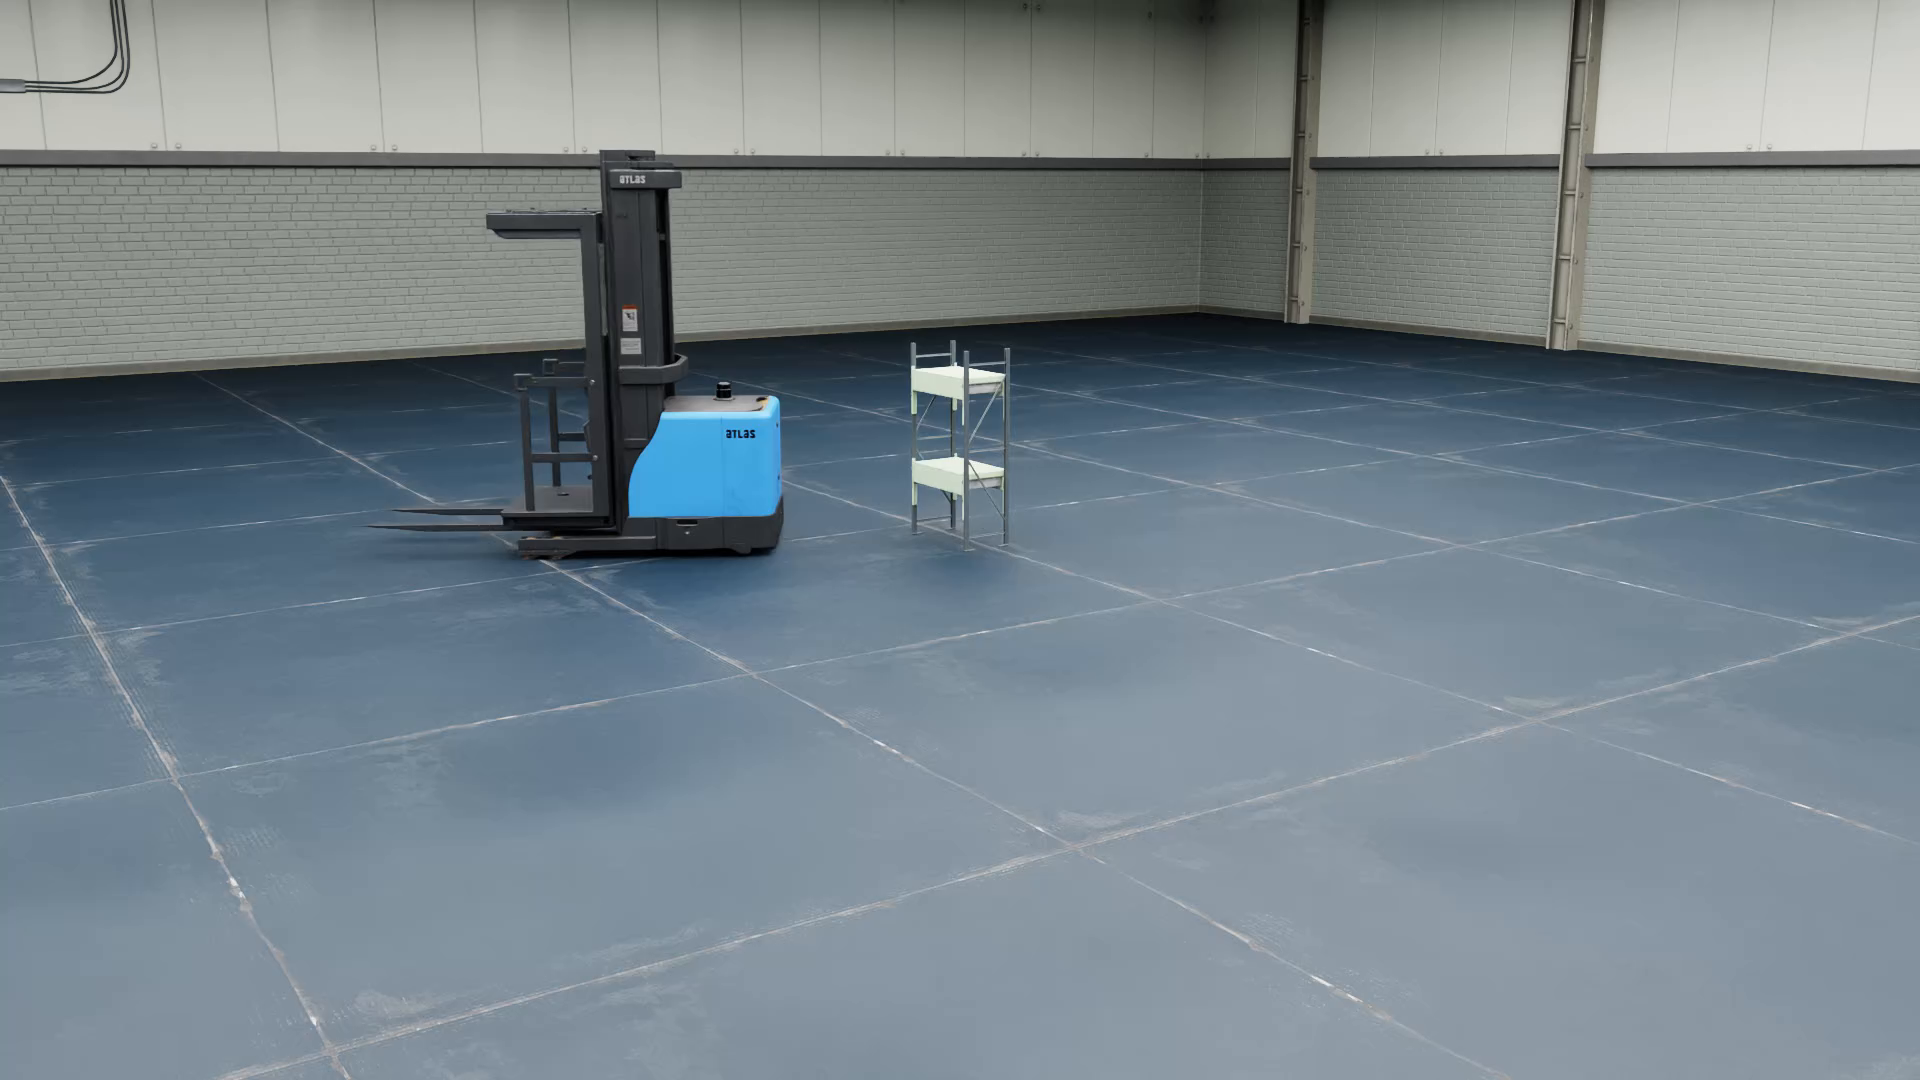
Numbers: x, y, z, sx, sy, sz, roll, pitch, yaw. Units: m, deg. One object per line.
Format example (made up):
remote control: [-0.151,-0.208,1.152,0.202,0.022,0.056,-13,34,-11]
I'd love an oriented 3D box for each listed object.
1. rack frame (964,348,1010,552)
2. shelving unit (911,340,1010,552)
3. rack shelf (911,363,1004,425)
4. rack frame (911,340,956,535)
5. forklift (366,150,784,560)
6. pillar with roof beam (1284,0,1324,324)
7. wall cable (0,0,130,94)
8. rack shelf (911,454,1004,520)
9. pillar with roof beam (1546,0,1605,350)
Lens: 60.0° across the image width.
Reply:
rack frame: [0.199,-0.669,12.409,0.400,1.500,0.023,-8,15,-33]
shelving unit: [-0.004,-0.734,12.707,0.431,1.500,0.755,-8,15,-33]
rack shelf: [-0.004,-1.115,12.624,0.431,0.370,0.720,-8,15,-33]
rack frame: [-0.206,-0.799,13.005,0.400,1.500,0.023,-8,15,-33]
forklift: [-2.894,-1.403,12.415,3.031,2.935,1.130,0,12,-2]
pillar with roof beam: [2.898,-8.068,28.691,9.100,9.000,0.400,-8,15,-33]
wall cable: [-12.360,-8.312,21.846,2.305,6.003,0.169,-8,15,-33]
rack shelf: [-0.004,-0.415,12.777,0.431,0.370,0.720,-8,15,-33]
pillar with roof beam: [6.223,-7.001,23.812,9.100,9.000,0.400,-8,15,-33]
